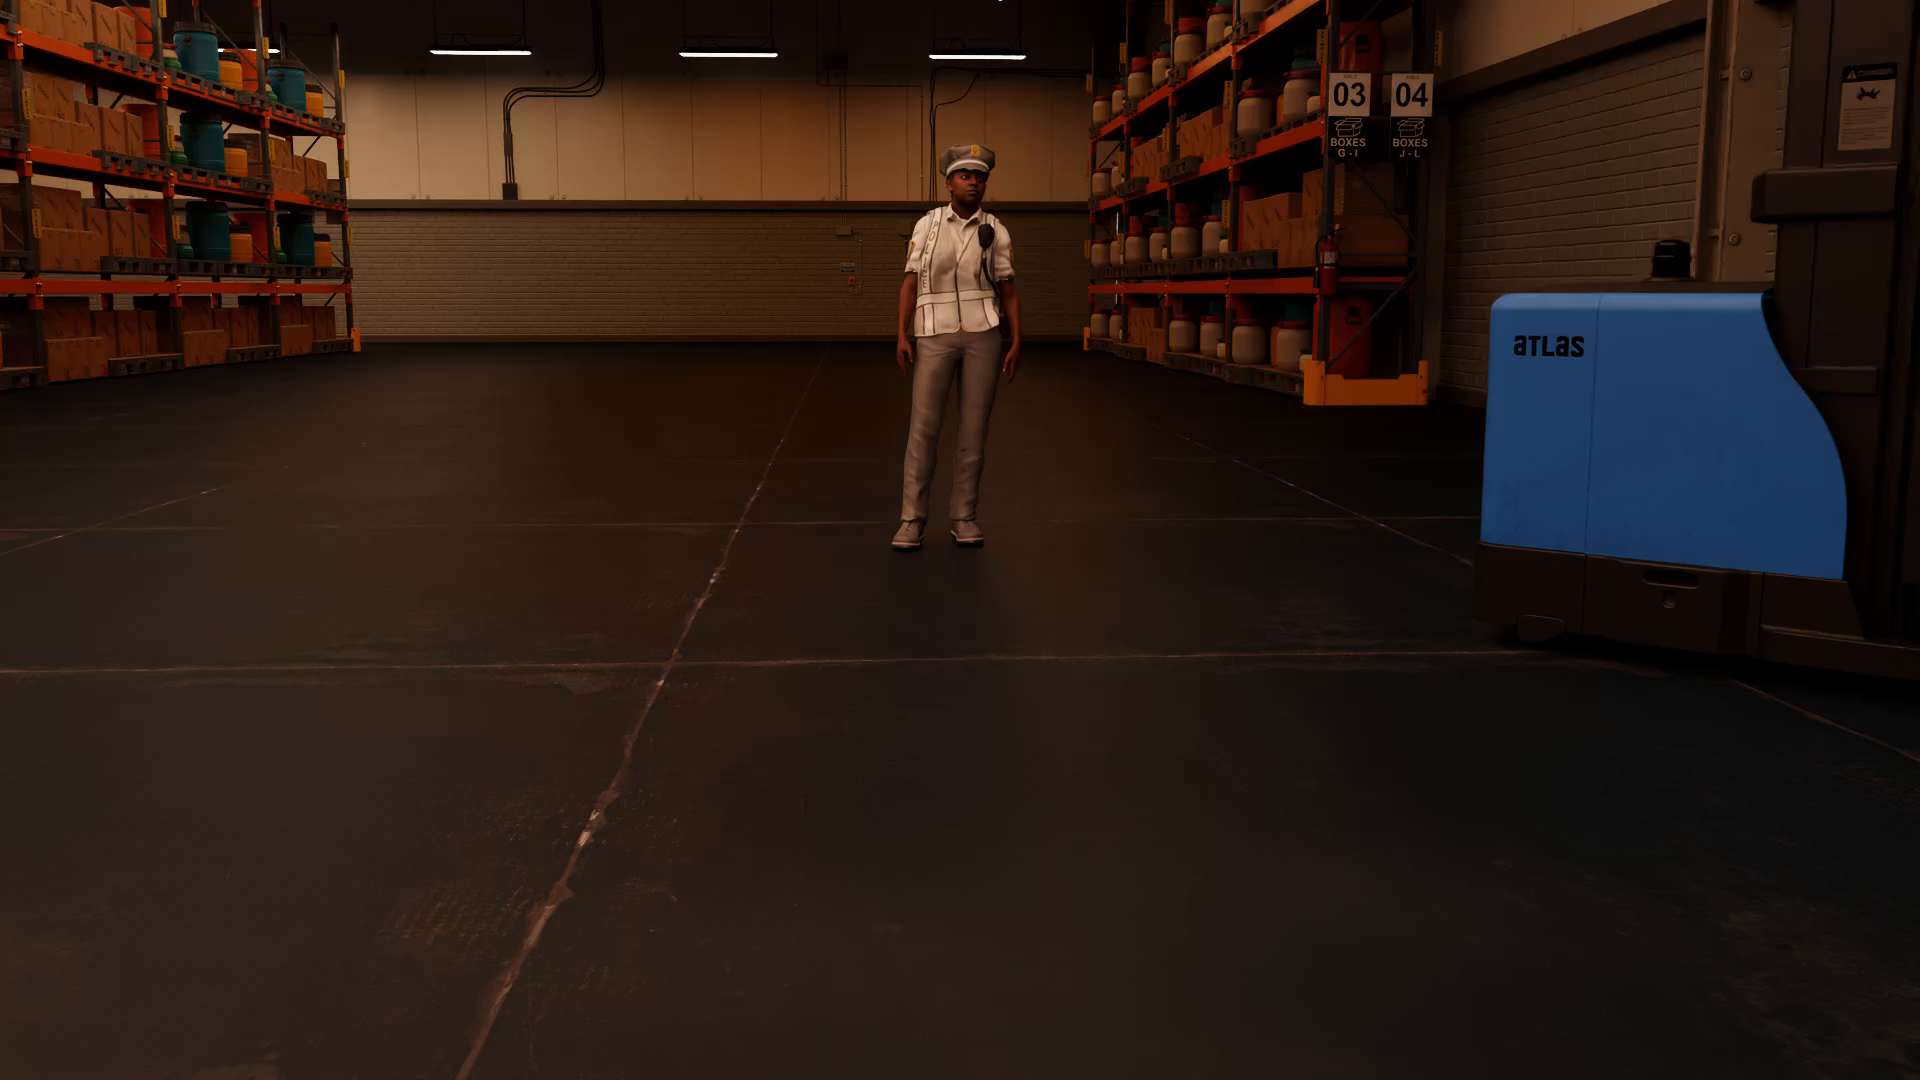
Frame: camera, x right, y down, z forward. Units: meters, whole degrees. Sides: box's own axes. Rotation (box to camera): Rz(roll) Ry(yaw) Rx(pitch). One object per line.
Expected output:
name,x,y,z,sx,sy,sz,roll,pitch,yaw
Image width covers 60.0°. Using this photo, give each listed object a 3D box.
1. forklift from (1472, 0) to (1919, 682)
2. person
forklift,3.042,-1.046,4.373,3.031,2.935,1.130,7,11,41
person,-0.015,-0.834,7.109,0.570,1.695,0.530,-1,8,-4
